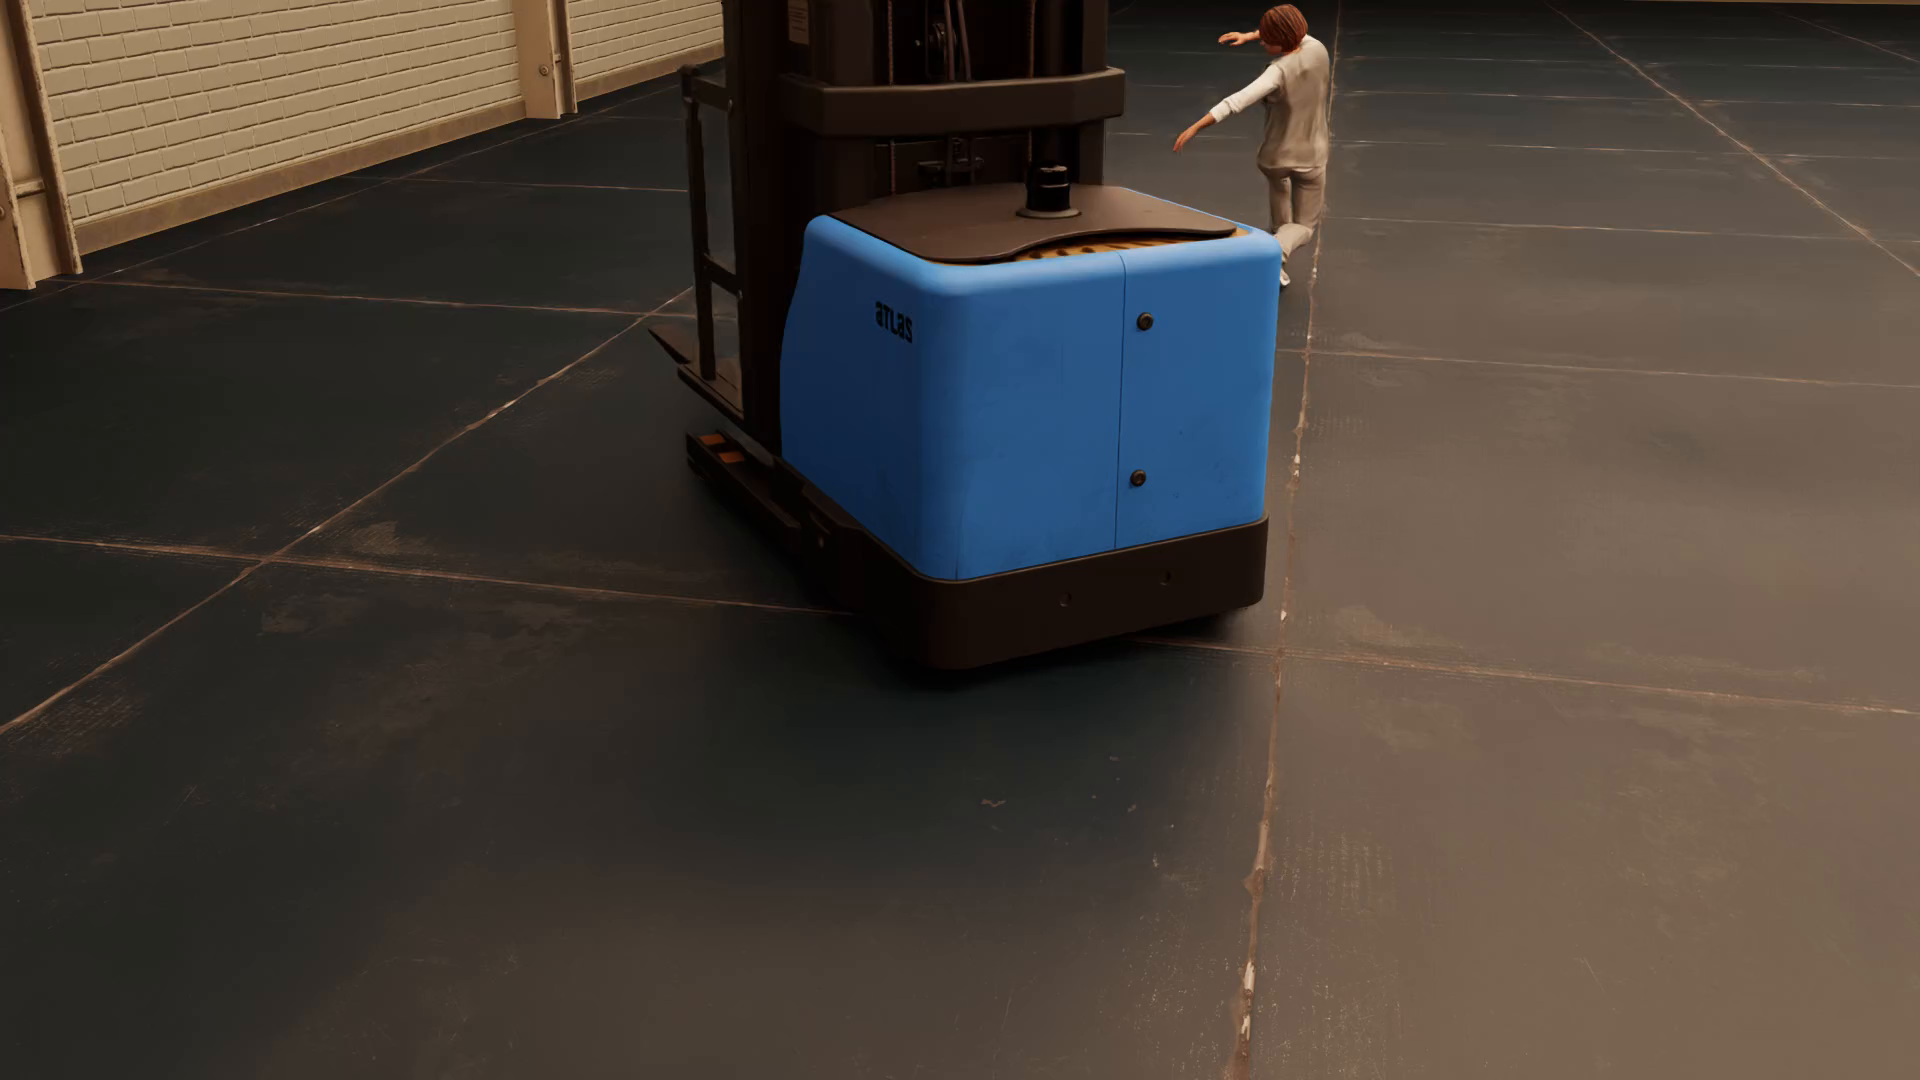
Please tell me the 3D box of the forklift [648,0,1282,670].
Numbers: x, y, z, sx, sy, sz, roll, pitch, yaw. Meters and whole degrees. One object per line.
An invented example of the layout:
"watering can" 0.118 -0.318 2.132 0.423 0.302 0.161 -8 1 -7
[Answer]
"forklift" -0.271 -1.551 5.070 1.130 2.935 3.031 -11 24 -24

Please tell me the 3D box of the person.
"person" 1.422 -1.953 8.187 0.780 1.325 0.887 1 22 2
